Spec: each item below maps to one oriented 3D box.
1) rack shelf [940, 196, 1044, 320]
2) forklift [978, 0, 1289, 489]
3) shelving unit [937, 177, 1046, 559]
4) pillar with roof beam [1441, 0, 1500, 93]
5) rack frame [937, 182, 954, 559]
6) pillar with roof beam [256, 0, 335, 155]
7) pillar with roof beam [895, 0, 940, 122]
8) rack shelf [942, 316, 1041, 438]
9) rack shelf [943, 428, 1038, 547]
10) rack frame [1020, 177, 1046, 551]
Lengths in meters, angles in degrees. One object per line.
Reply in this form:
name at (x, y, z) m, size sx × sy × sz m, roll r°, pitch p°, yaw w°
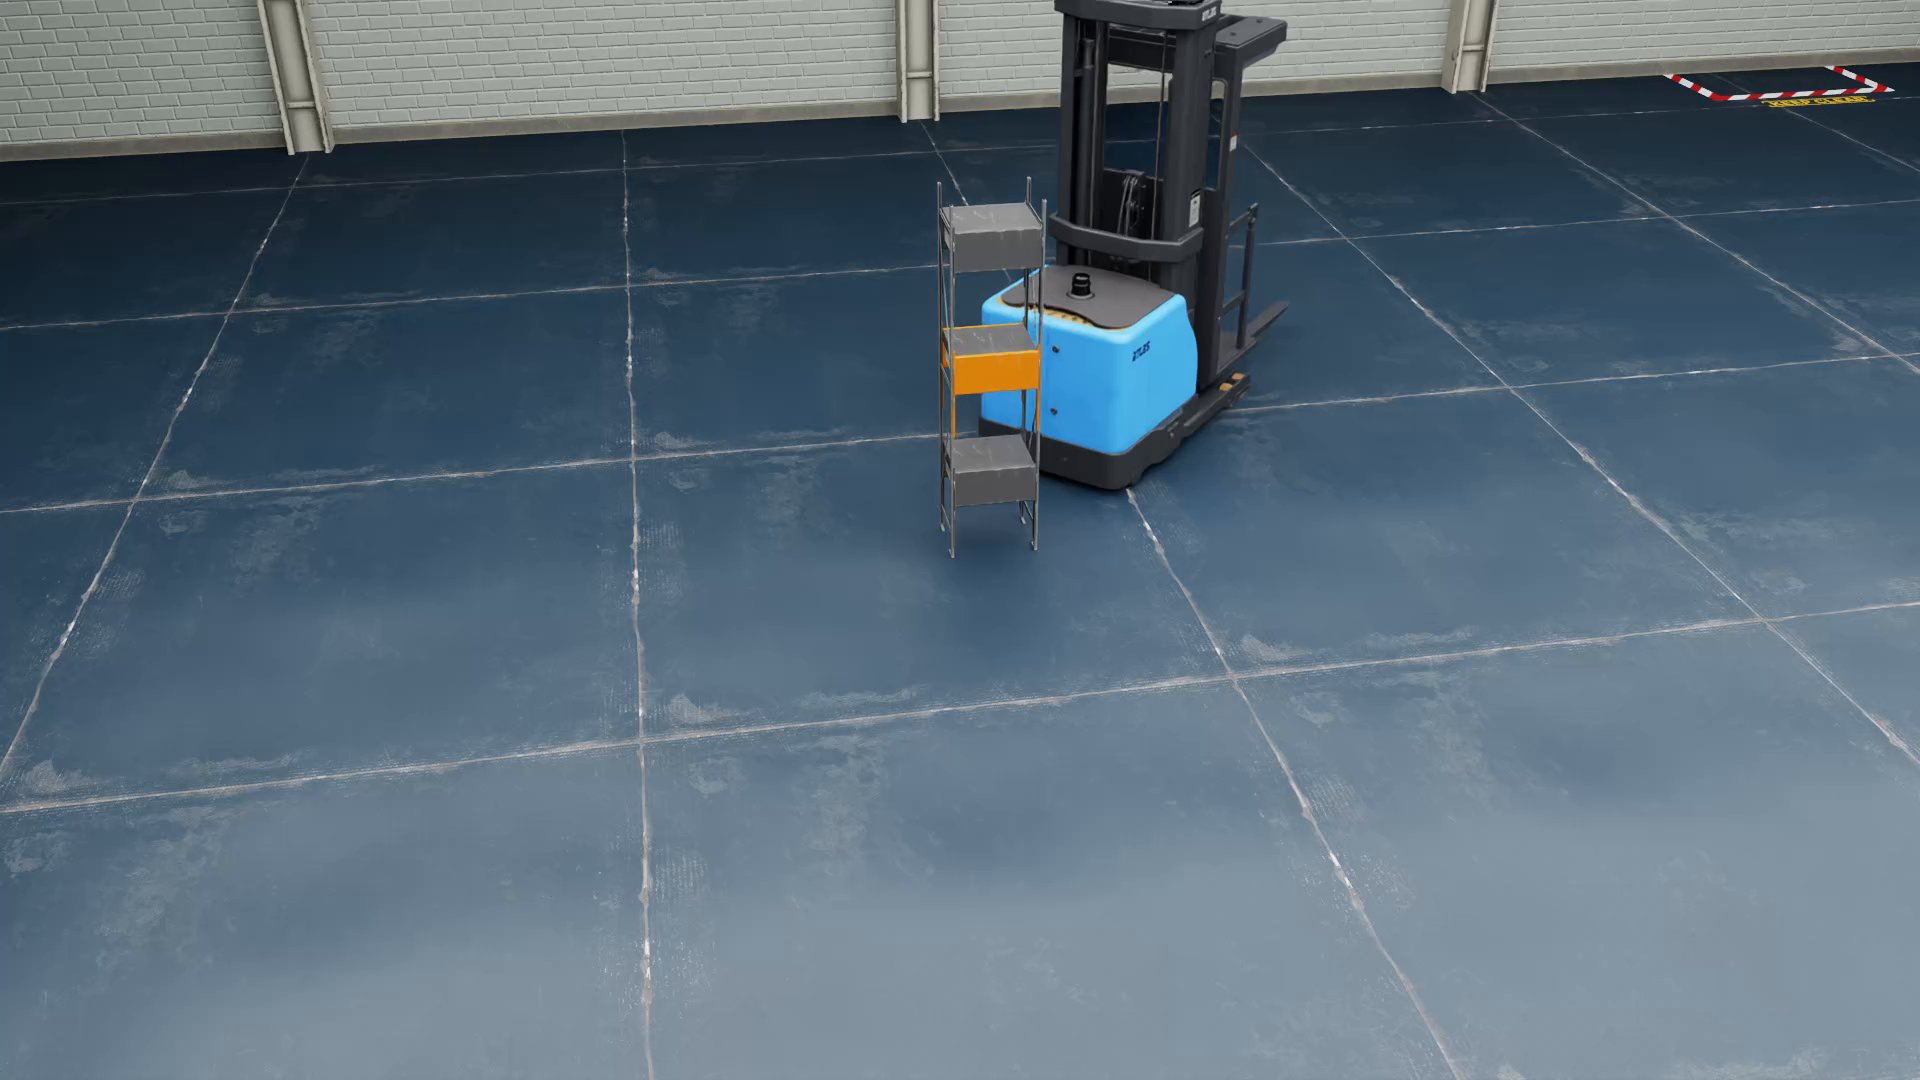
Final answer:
rack shelf at (0.163, -1.512, 8.896) m, size 0.480 × 0.518 × 0.431 m, roll -5°, pitch 31°, yaw -9°
forklift at (1.338, -2.277, 10.731) m, size 1.130 × 2.935 × 3.031 m, roll 18°, pitch 35°, yaw 28°
shelving unit at (0.163, -0.920, 9.243) m, size 0.503 × 2.100 × 0.431 m, roll -5°, pitch 31°, yaw -9°
pillar with roof beam at (6.247, -6.649, 12.180) m, size 0.400 × 9.000 × 9.100 m, roll -5°, pitch 31°, yaw -9°
rack frame at (-0.077, -0.898, 9.206) m, size 0.015 × 2.100 × 0.400 m, roll -5°, pitch 31°, yaw -9°
pillar with roof beam at (-5.557, -5.553, 10.316) m, size 0.400 × 9.000 × 9.100 m, roll -5°, pitch 31°, yaw -9°
pillar with roof beam at (0.345, -6.101, 11.248) m, size 0.400 × 9.000 × 9.100 m, roll -5°, pitch 31°, yaw -9°
rack shelf at (0.163, -0.908, 9.250) m, size 0.480 × 0.518 × 0.431 m, roll -5°, pitch 31°, yaw -9°
rack shelf at (0.163, -0.305, 9.605) m, size 0.480 × 0.518 × 0.431 m, roll -5°, pitch 31°, yaw -9°
rack frame at (0.403, -0.943, 9.281) m, size 0.015 × 2.100 × 0.400 m, roll -5°, pitch 31°, yaw -9°
